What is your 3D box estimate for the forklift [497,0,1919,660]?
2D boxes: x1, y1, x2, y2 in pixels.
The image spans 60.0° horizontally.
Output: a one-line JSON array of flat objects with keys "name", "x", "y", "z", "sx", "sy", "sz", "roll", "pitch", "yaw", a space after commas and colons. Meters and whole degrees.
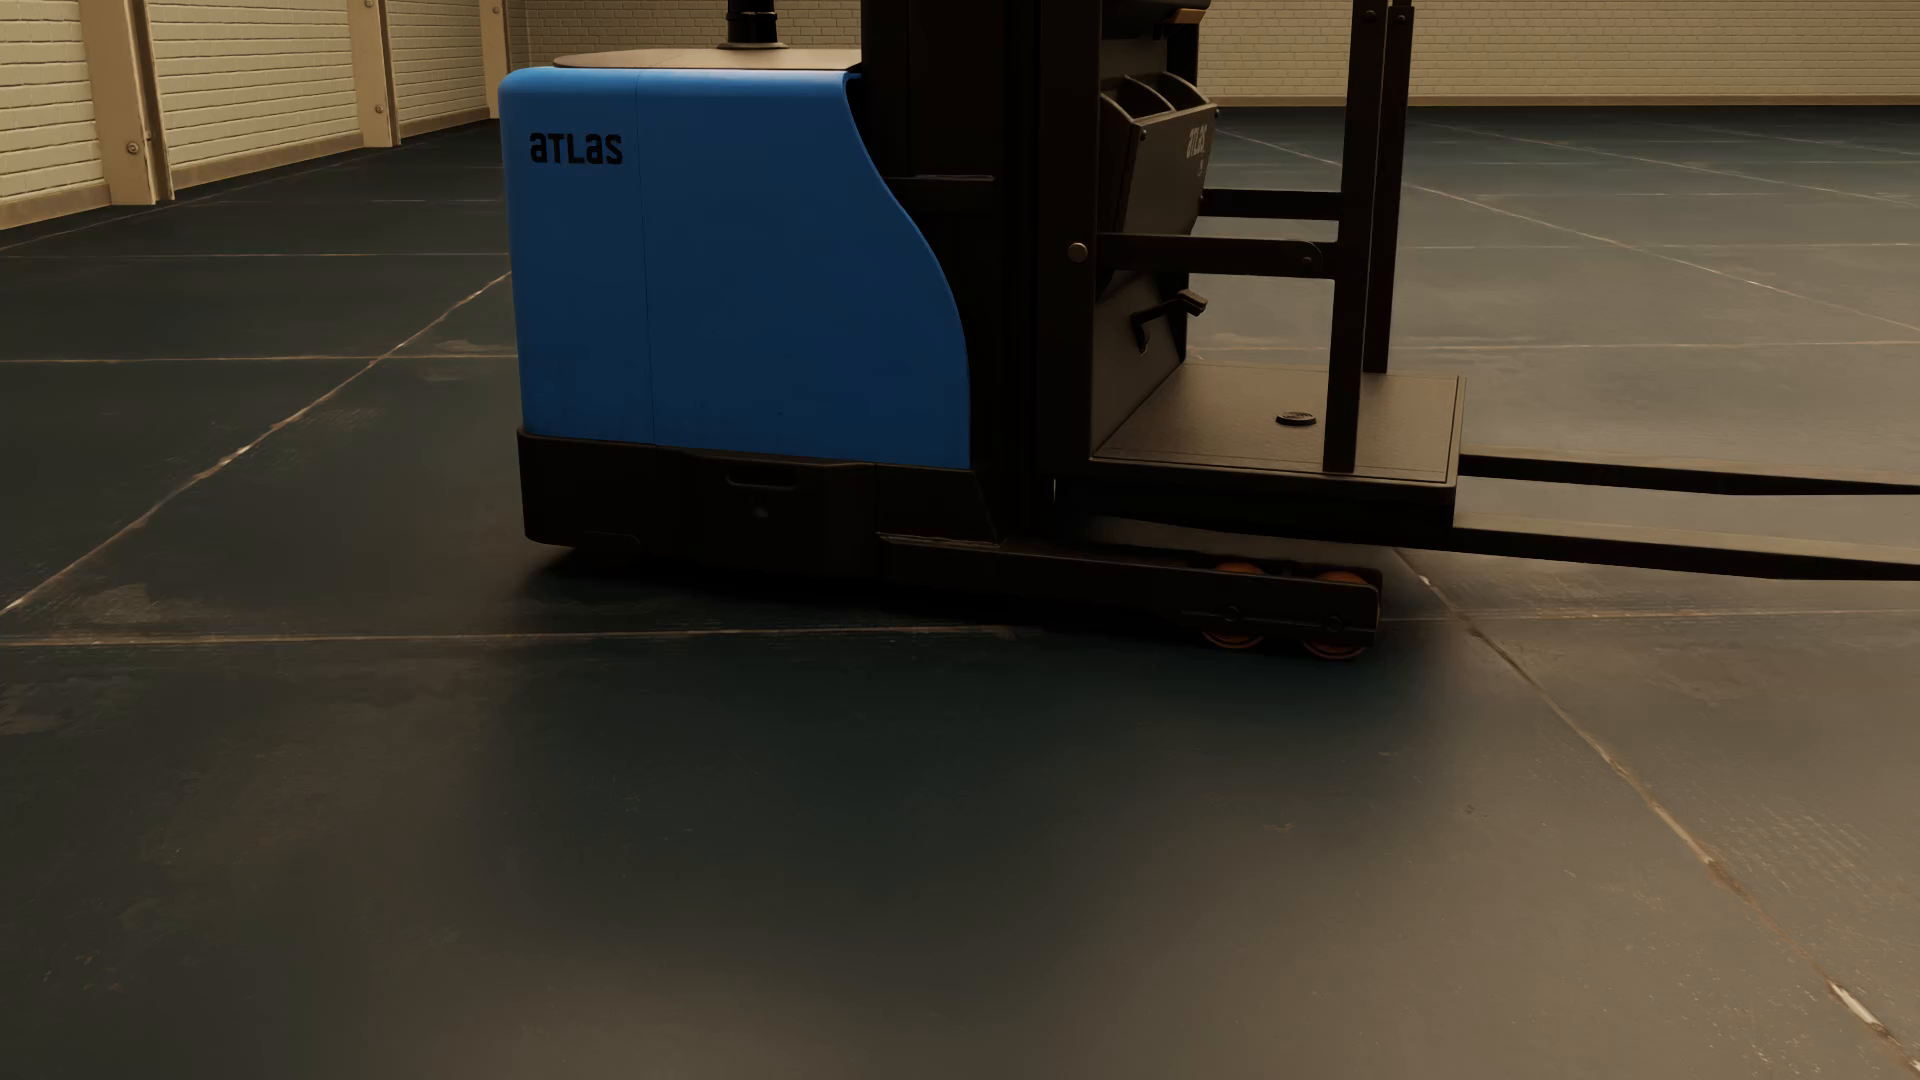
[{"name": "forklift", "x": 0.601, "y": -1.347, "z": 3.311, "sx": 3.031, "sy": 2.935, "sz": 1.130, "roll": 5, "pitch": 18, "yaw": 16}]
